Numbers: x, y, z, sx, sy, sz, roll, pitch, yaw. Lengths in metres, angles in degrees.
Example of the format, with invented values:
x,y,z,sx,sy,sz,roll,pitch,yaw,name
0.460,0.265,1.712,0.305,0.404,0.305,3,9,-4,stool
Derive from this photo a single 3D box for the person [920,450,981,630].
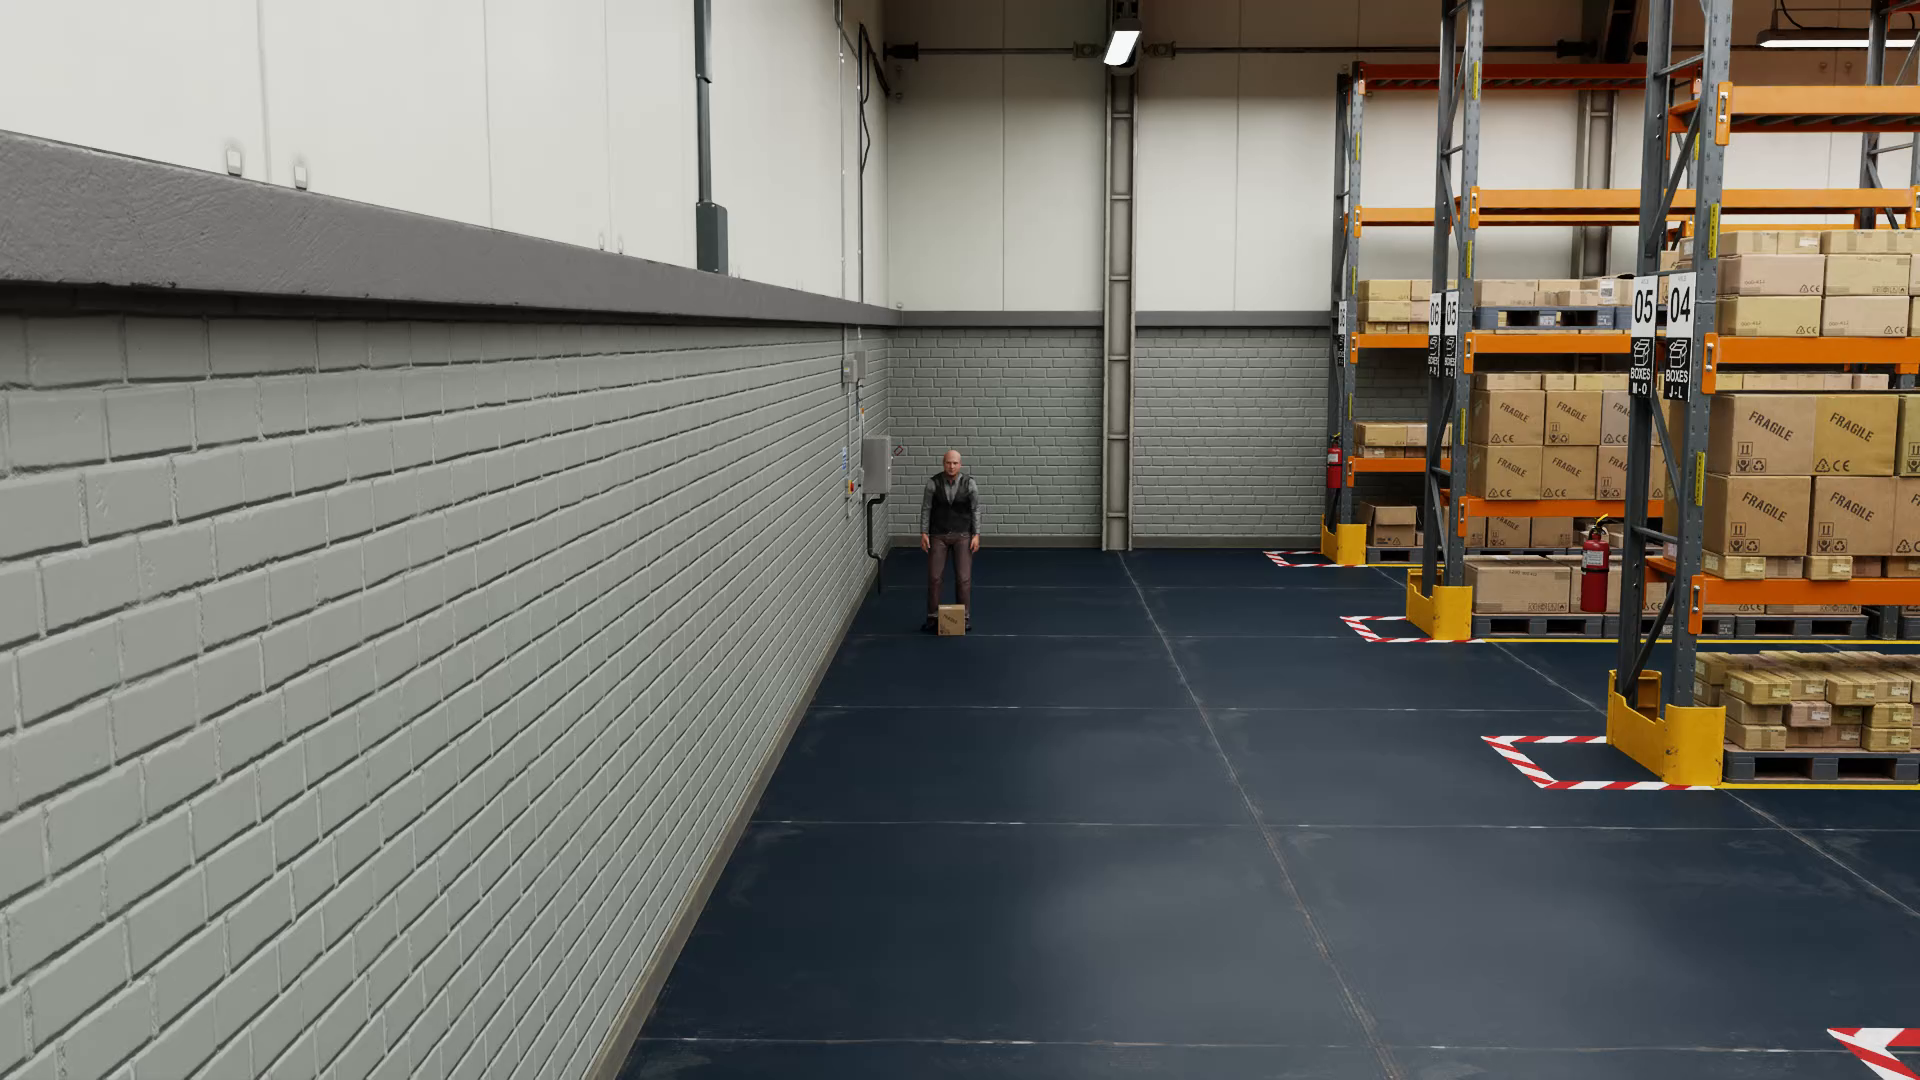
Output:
x,y,z,sx,sy,sz,roll,pitch,yaw,name
-0.091,-0.008,15.929,0.580,1.720,0.421,0,7,1,person
